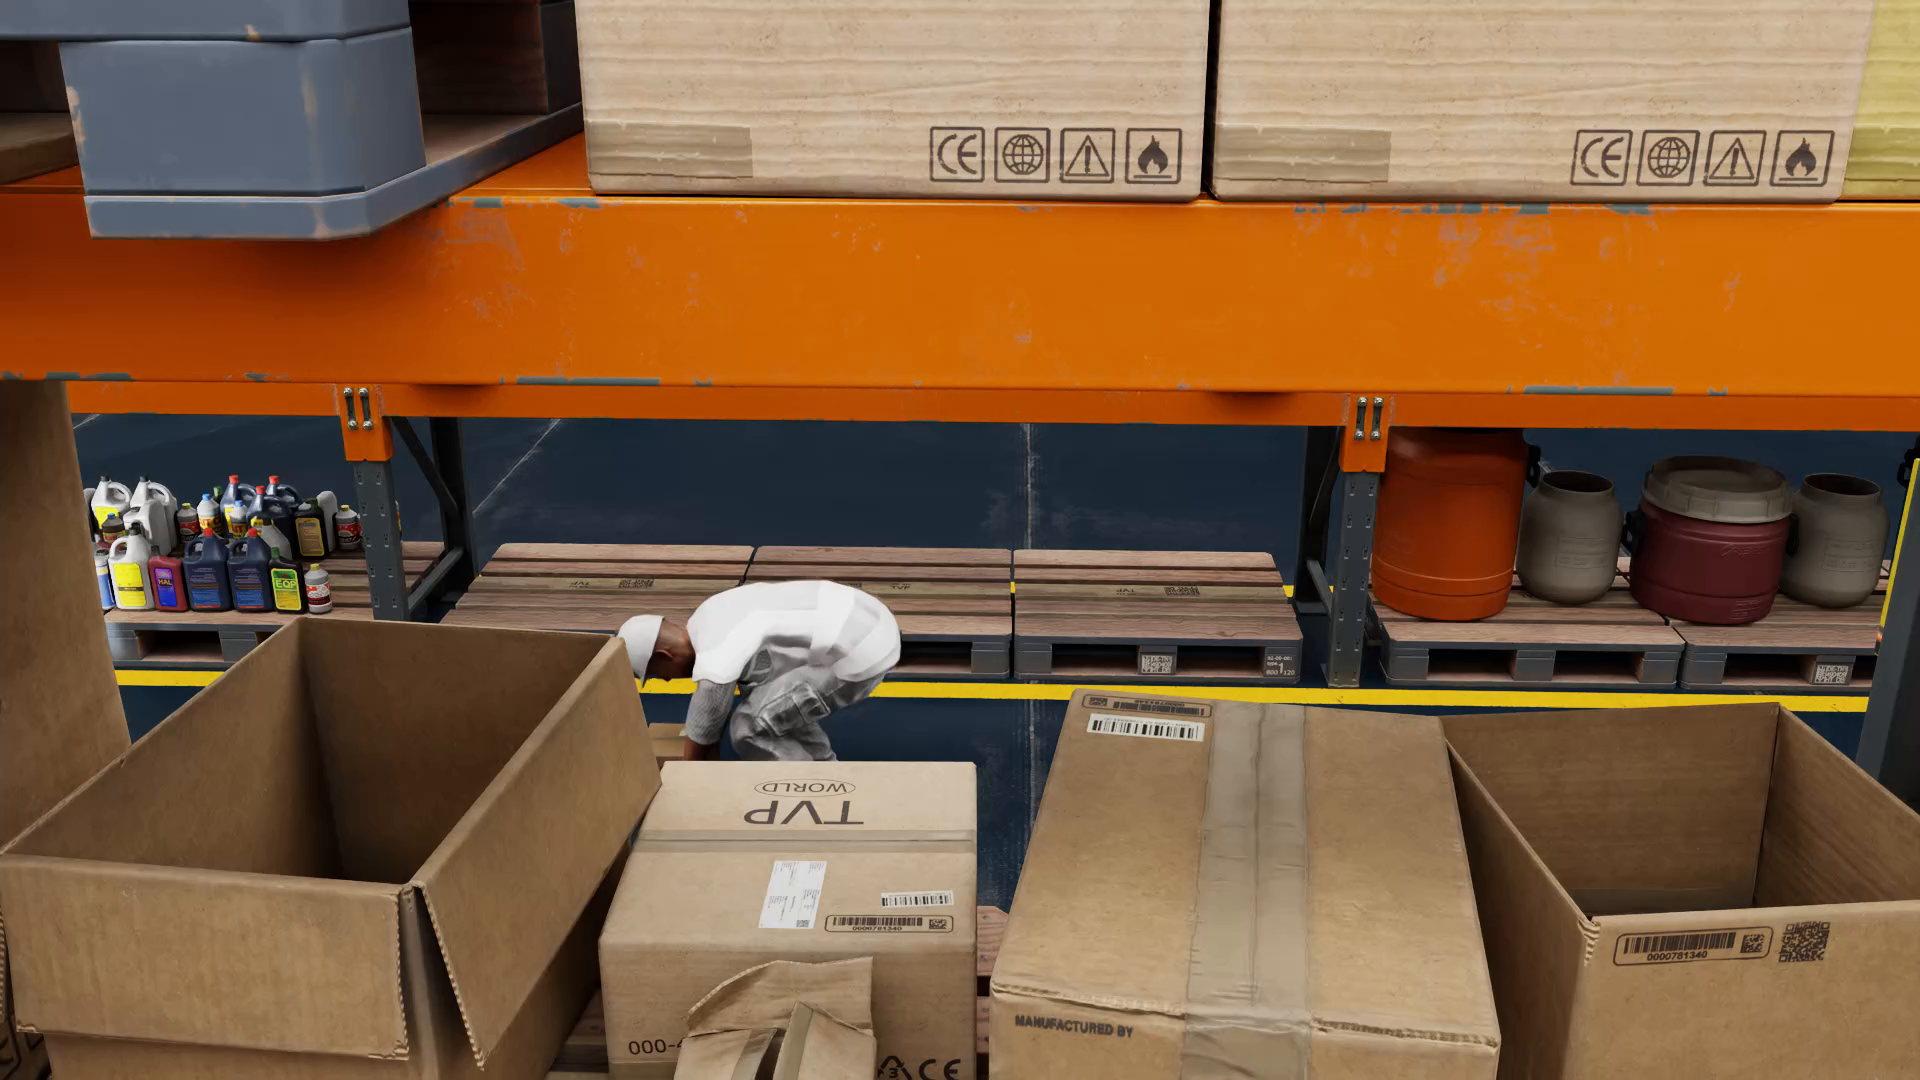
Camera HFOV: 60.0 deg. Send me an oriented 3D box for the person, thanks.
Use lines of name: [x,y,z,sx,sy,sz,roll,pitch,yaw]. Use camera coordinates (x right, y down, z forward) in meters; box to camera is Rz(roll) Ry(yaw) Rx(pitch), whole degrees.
person: [-0.703,0.581,5.882,0.993,0.857,0.527,0,21,0]
